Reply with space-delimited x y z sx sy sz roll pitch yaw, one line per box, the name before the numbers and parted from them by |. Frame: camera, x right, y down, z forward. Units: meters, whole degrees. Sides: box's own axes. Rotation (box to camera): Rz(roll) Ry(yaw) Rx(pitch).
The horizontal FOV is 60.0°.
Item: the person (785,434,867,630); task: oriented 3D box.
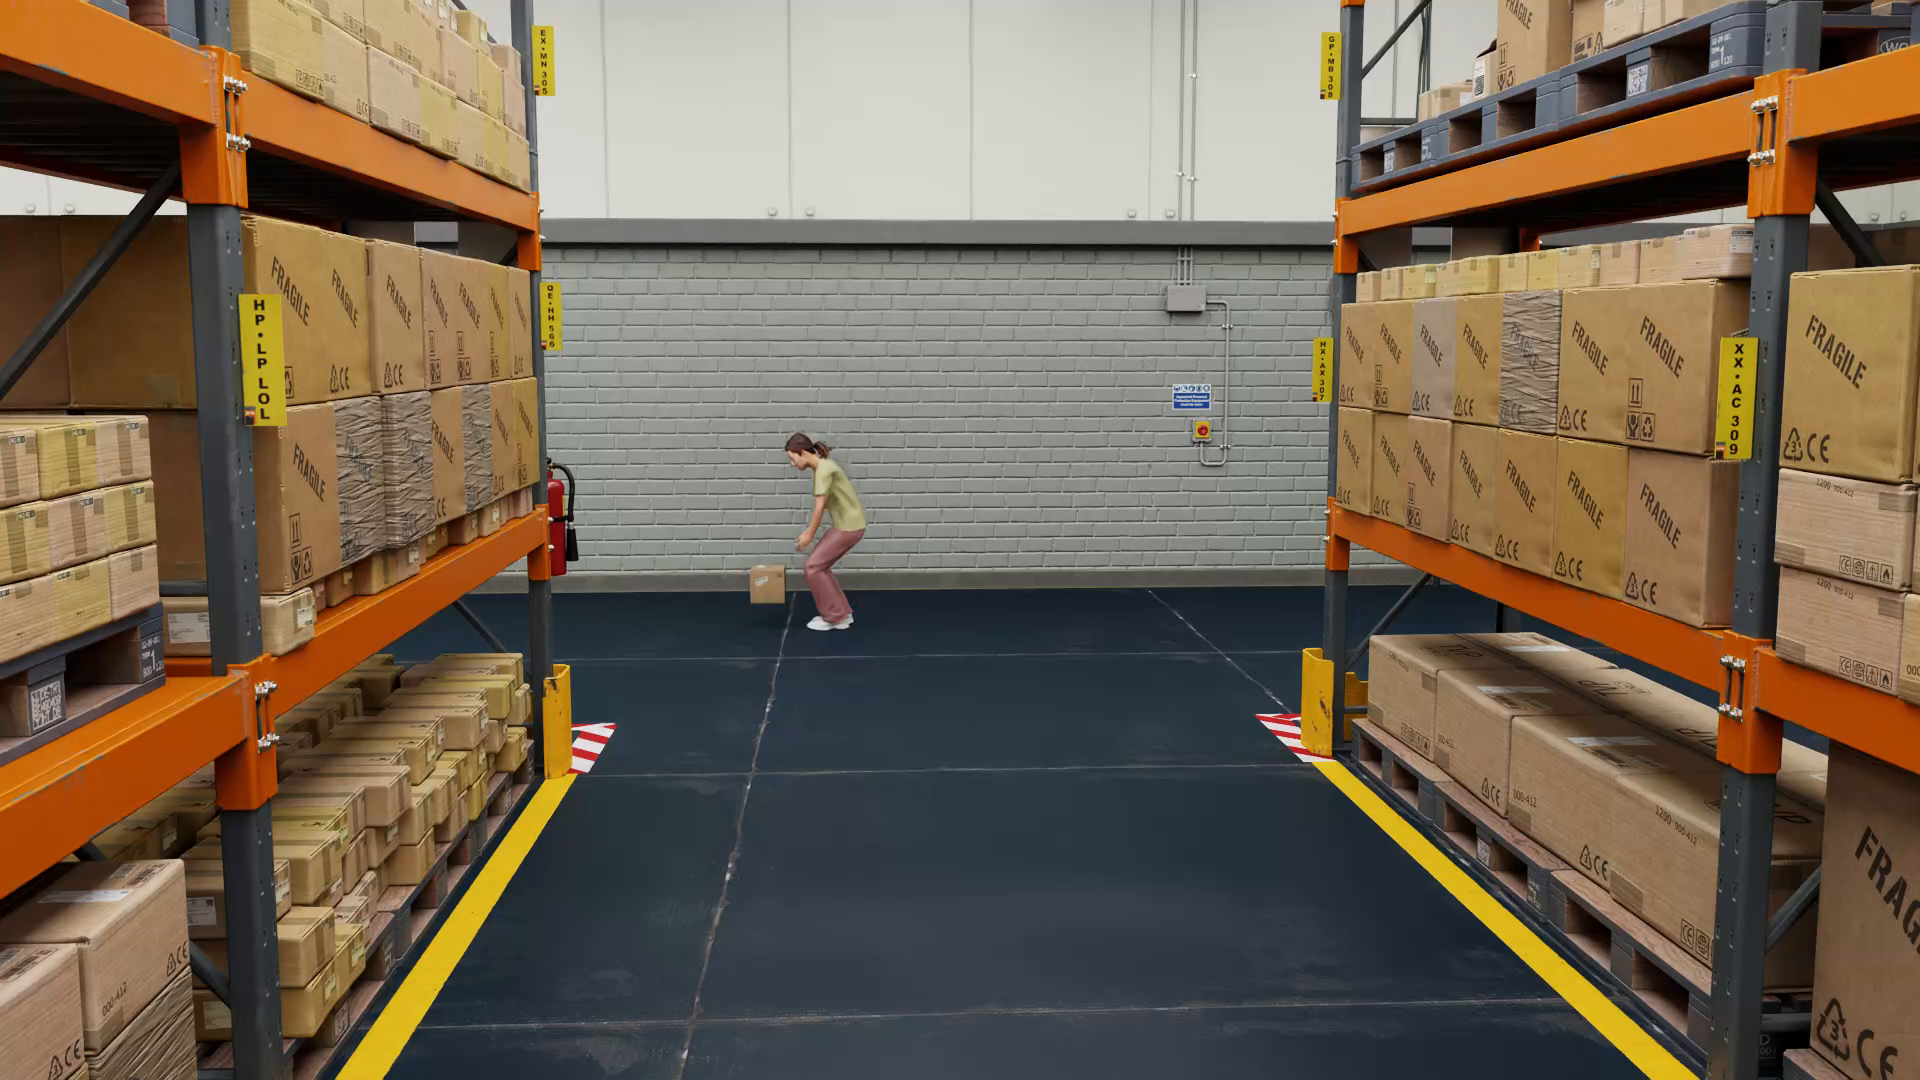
person | -0.986 -0.063 12.264 0.595 1.444 0.507 0 7 -3
